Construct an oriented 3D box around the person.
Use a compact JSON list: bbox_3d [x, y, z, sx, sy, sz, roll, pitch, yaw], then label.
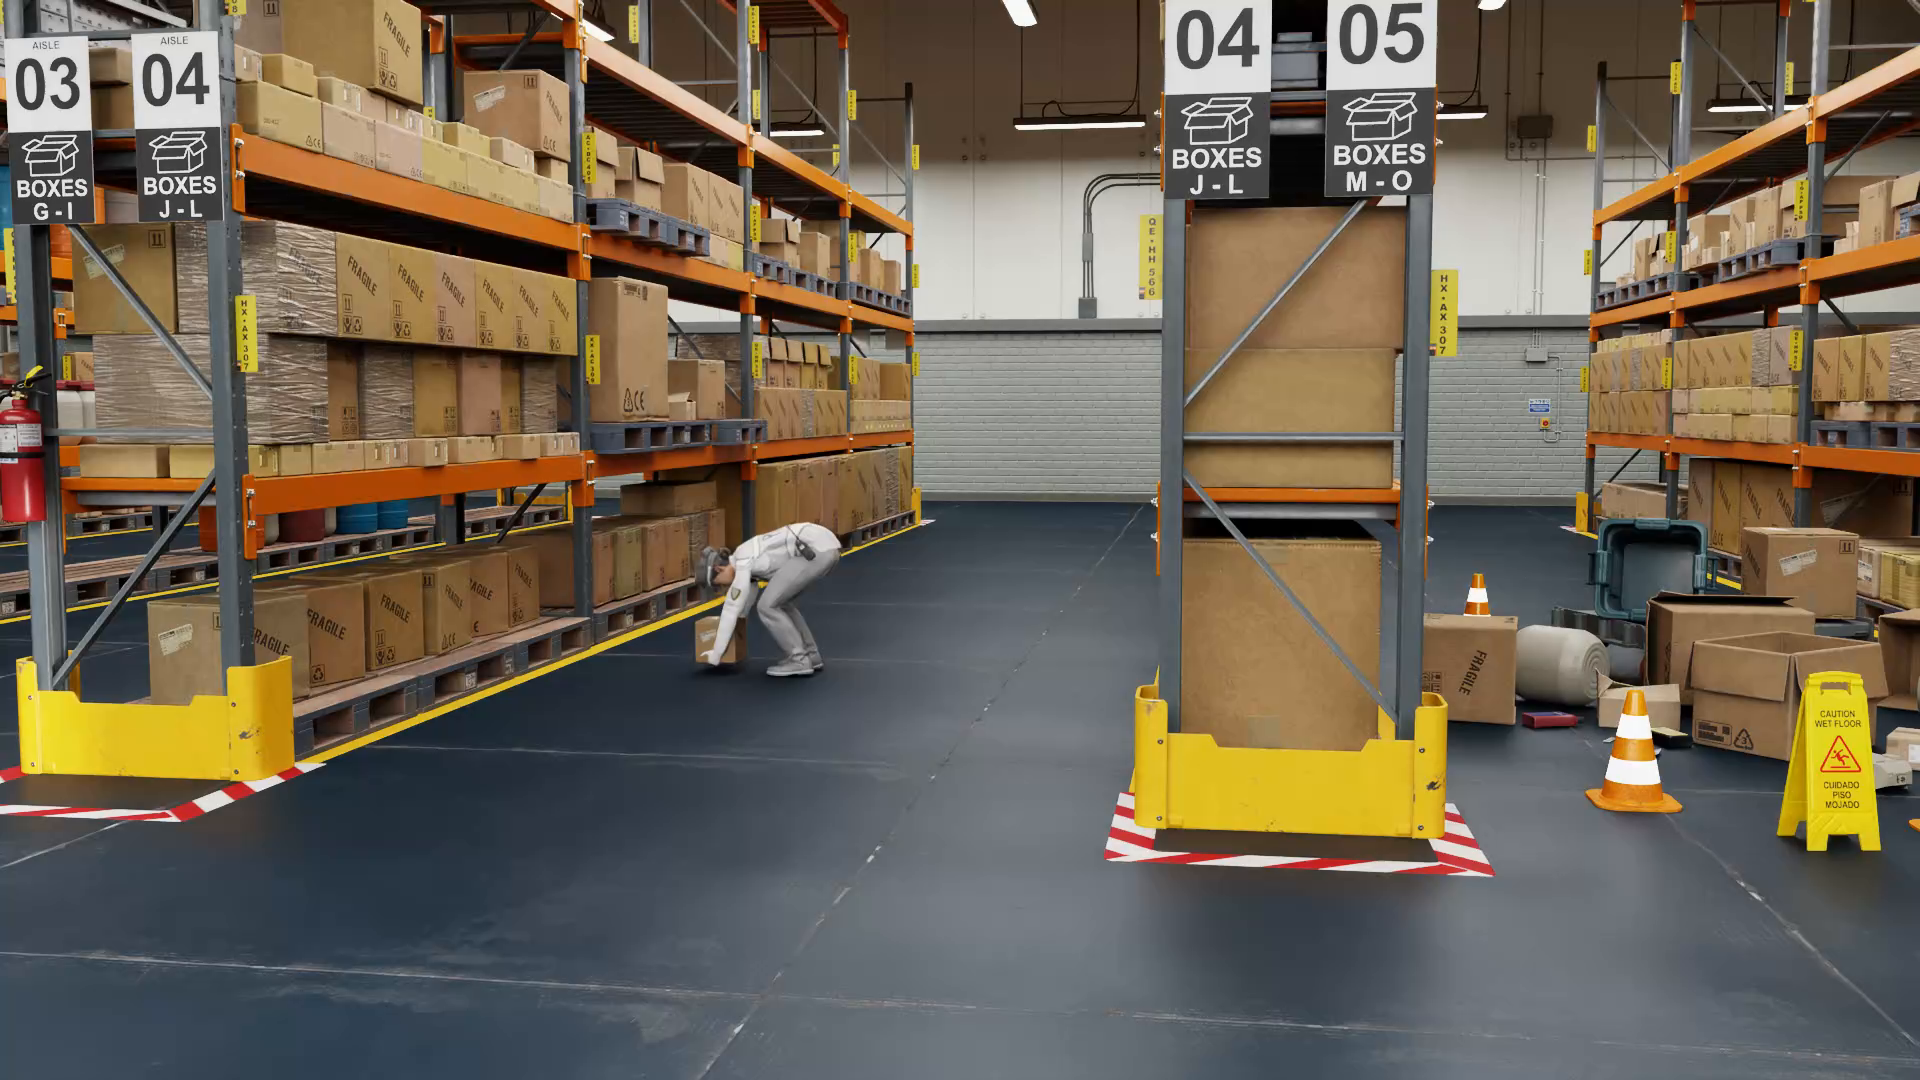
[{"bbox_3d":[-1.168,0.355,10.140,0.882,0.919,0.457,0,5,6],"label":"person"}]
